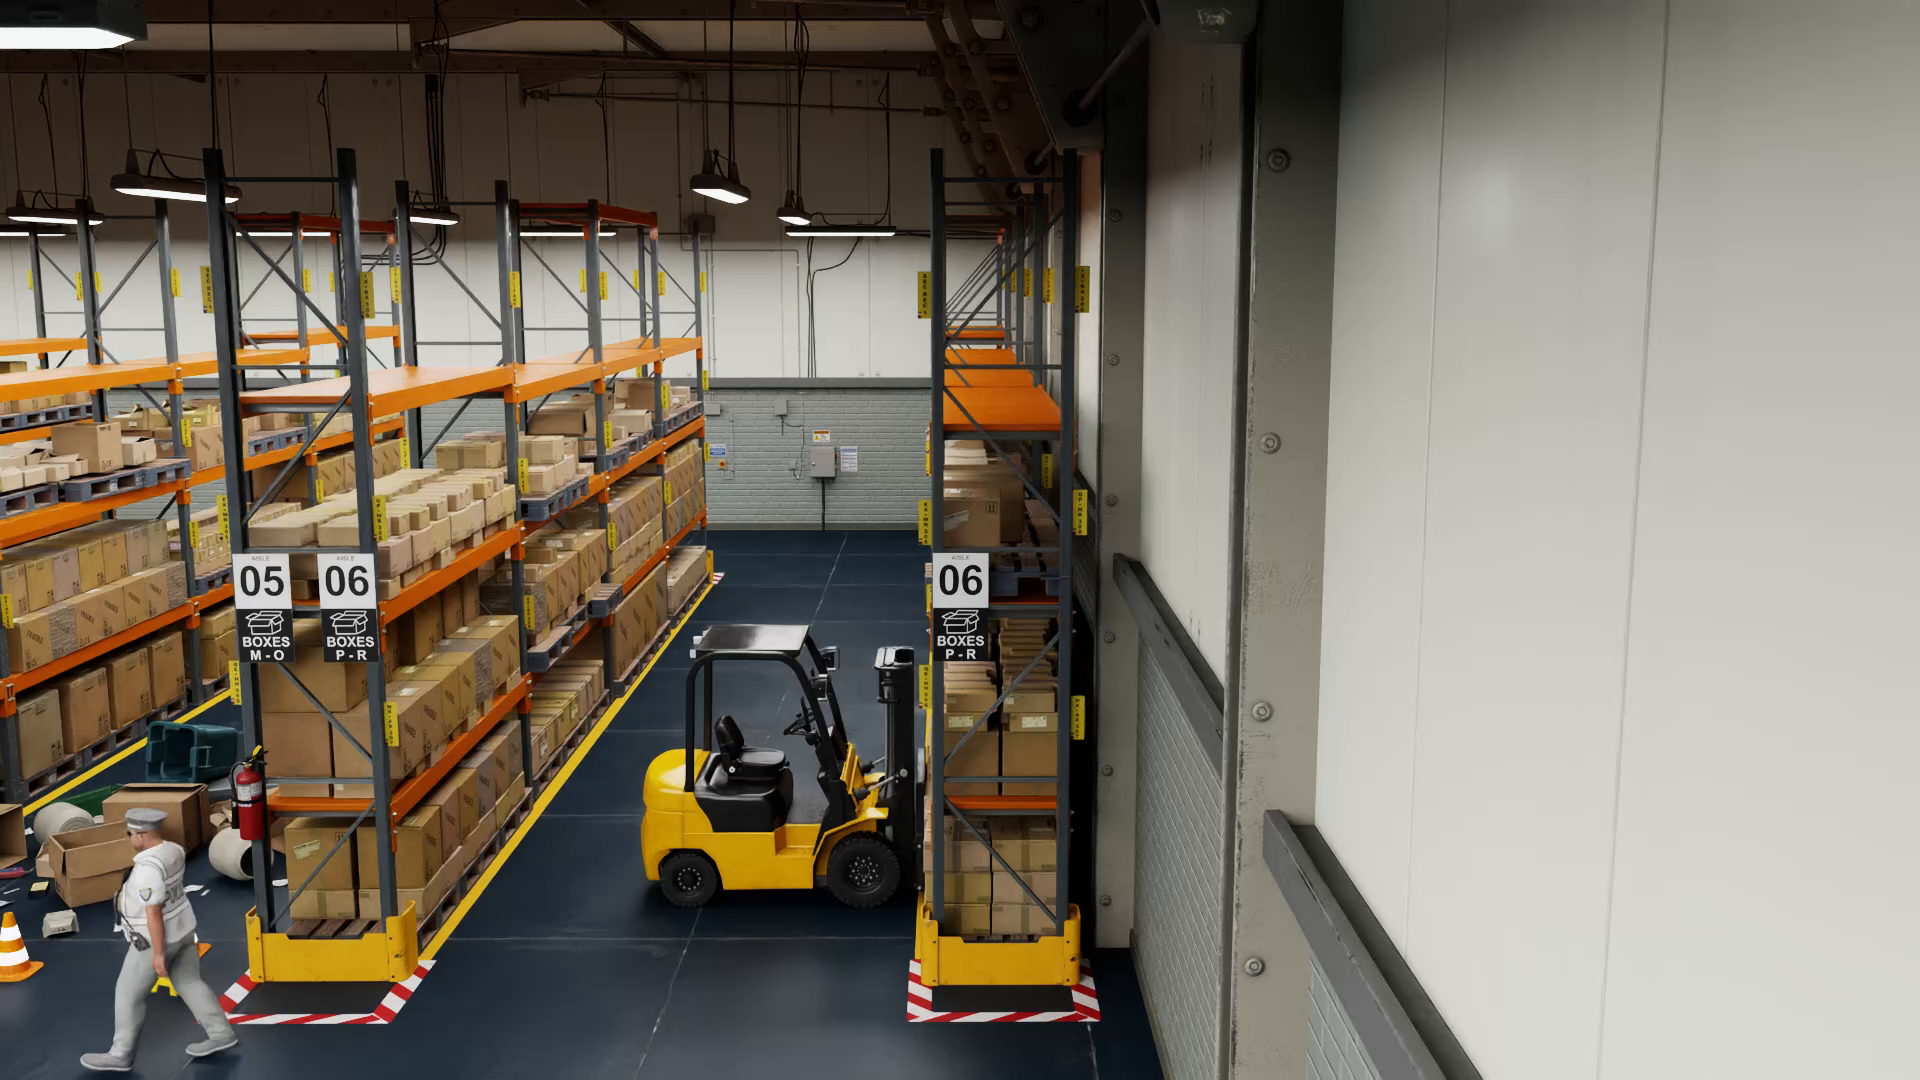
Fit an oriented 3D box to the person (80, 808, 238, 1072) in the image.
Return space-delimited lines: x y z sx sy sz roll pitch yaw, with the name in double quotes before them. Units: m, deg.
"person" -5.277 2.599 10.905 0.882 1.728 0.544 1 9 5
